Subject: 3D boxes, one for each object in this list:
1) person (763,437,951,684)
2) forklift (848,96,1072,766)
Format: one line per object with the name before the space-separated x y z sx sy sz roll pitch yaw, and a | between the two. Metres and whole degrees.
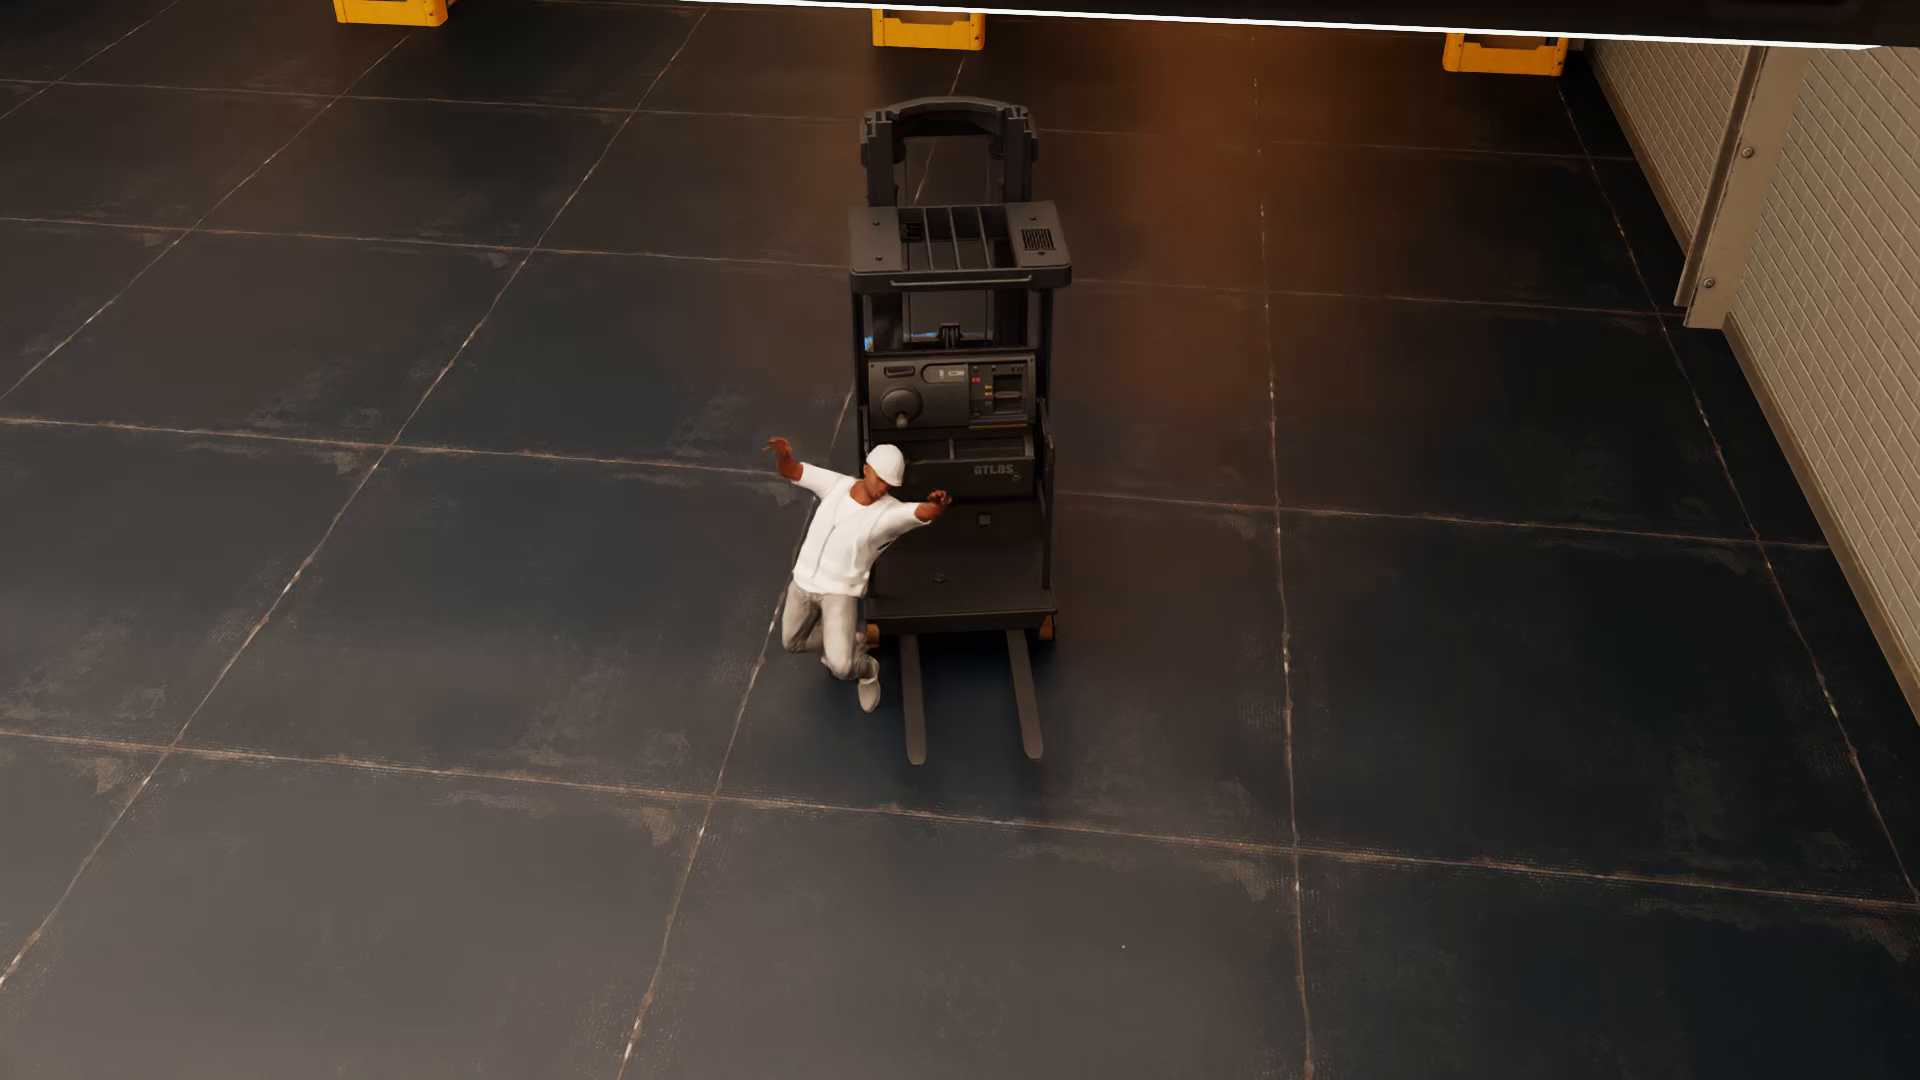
person | -0.516 0.145 8.838 1.080 1.557 0.811 25 43 30
forklift | -0.024 -0.754 9.053 1.130 2.935 3.031 -3 36 -3
